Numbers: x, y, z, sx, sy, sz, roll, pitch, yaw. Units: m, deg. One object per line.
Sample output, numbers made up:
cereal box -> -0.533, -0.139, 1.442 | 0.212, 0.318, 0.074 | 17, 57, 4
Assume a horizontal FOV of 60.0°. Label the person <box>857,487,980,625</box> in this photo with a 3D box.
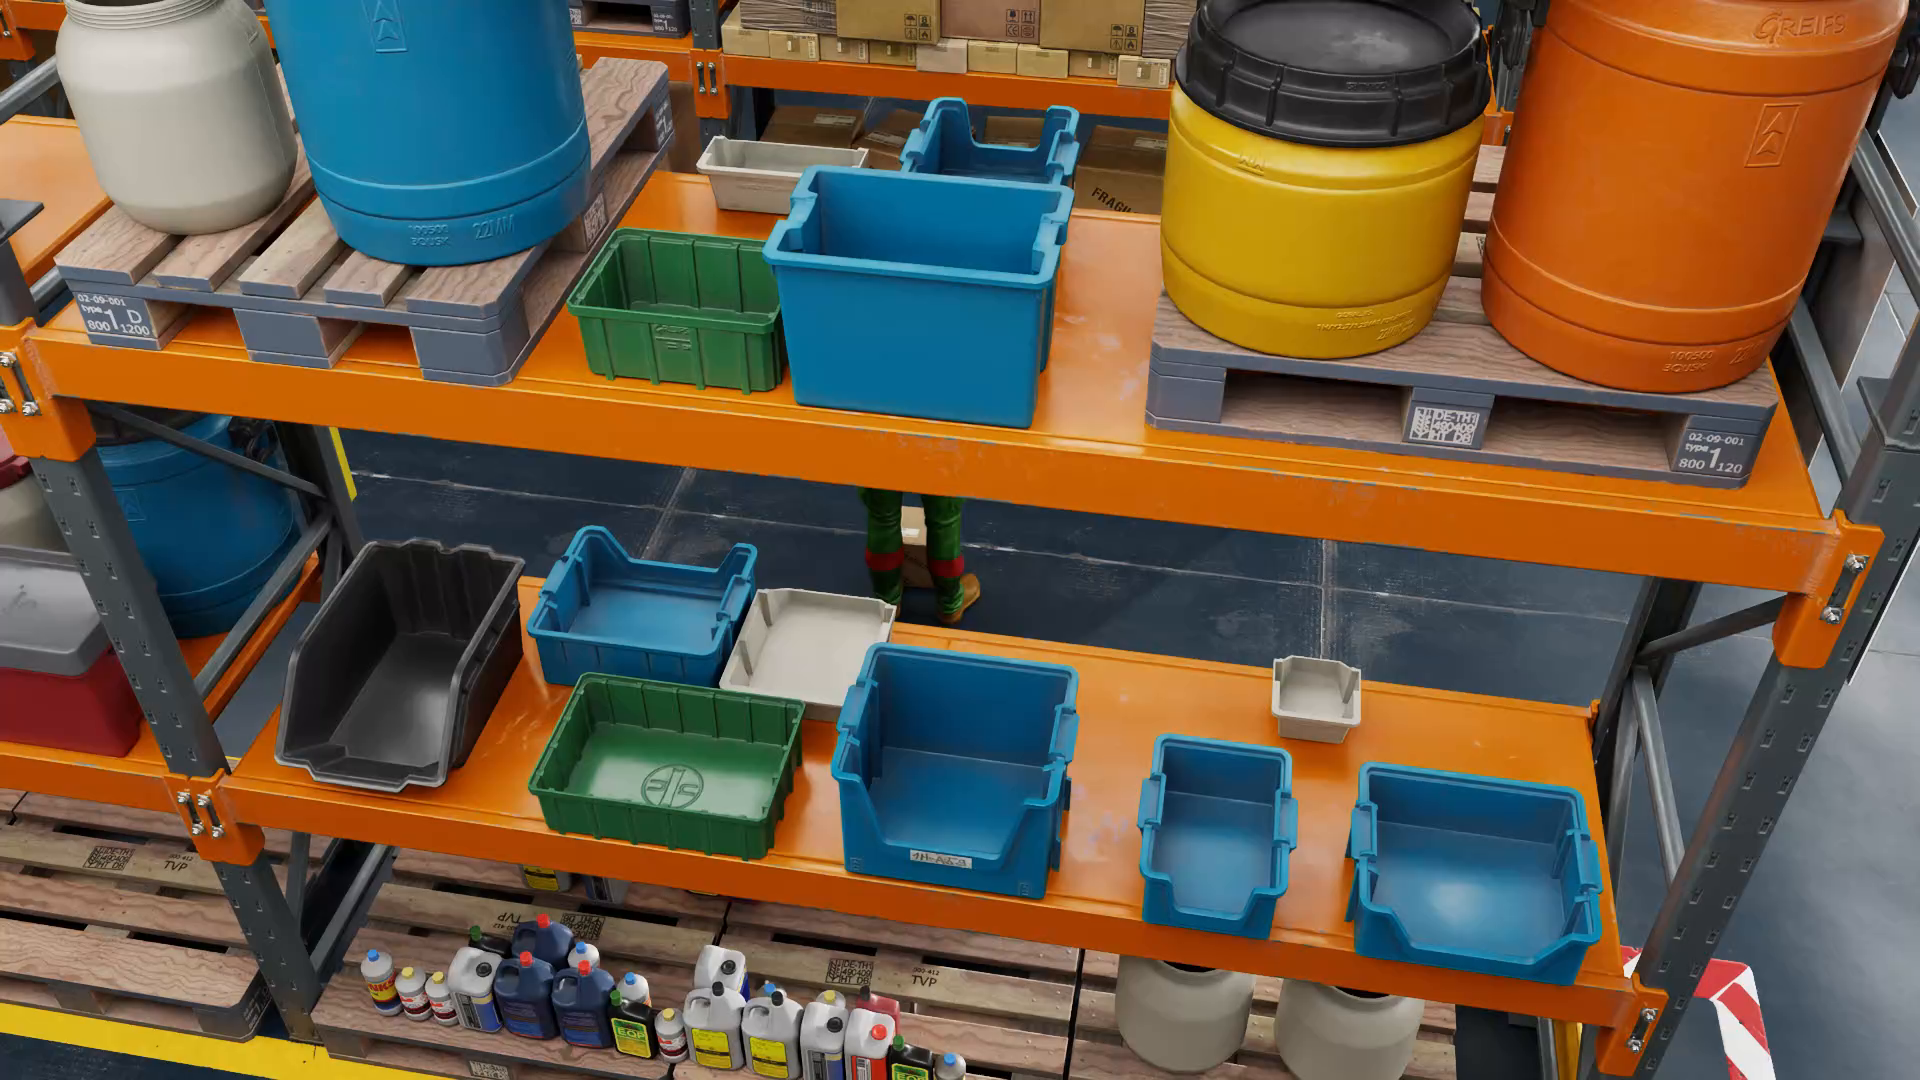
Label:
person -> -0.212, -0.405, 6.626 | 0.616, 1.778, 0.453 | 4, 40, 5
